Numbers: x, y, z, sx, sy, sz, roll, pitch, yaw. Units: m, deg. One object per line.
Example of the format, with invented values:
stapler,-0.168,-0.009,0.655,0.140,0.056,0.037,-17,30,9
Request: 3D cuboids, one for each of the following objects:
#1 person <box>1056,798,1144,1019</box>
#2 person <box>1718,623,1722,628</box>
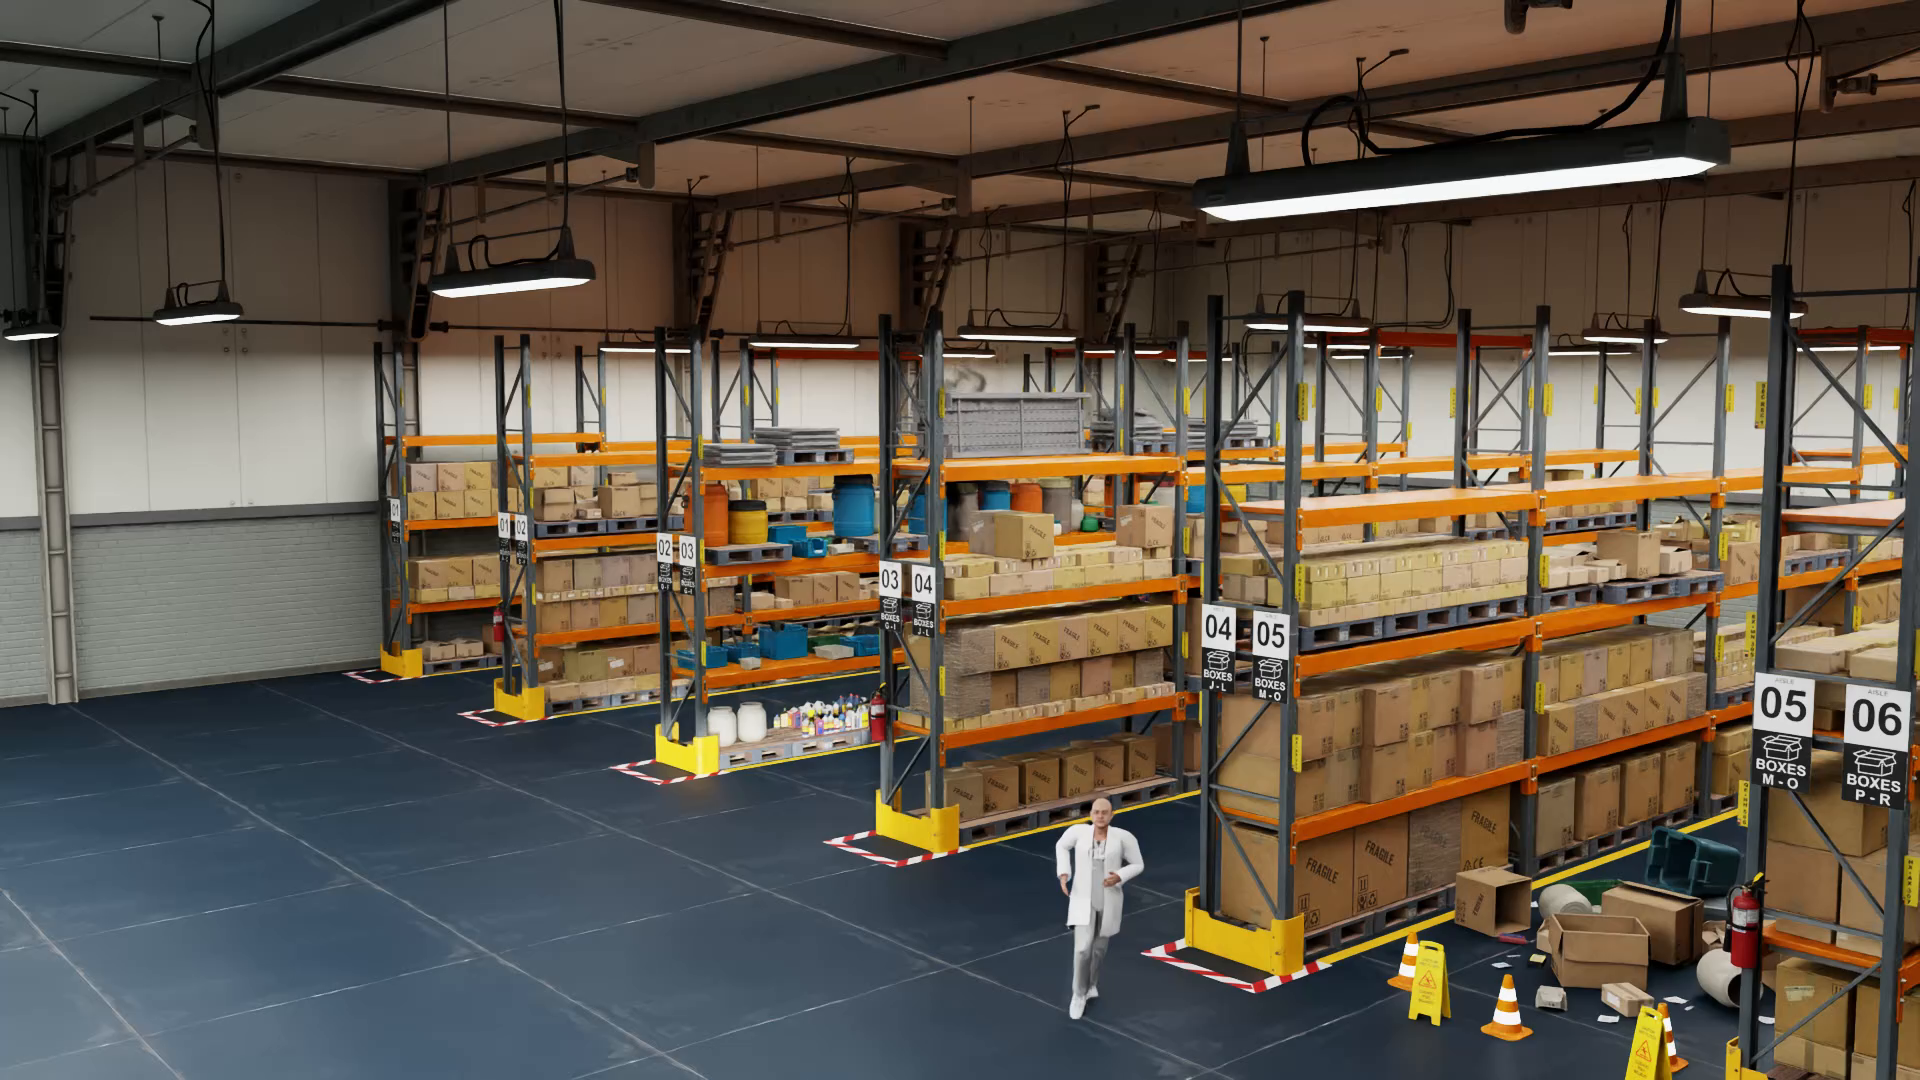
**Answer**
person,1.160,3.068,13.833,0.725,1.759,0.721,0,5,3
person,11.357,2.080,24.884,0.895,1.708,0.613,-4,6,-36
